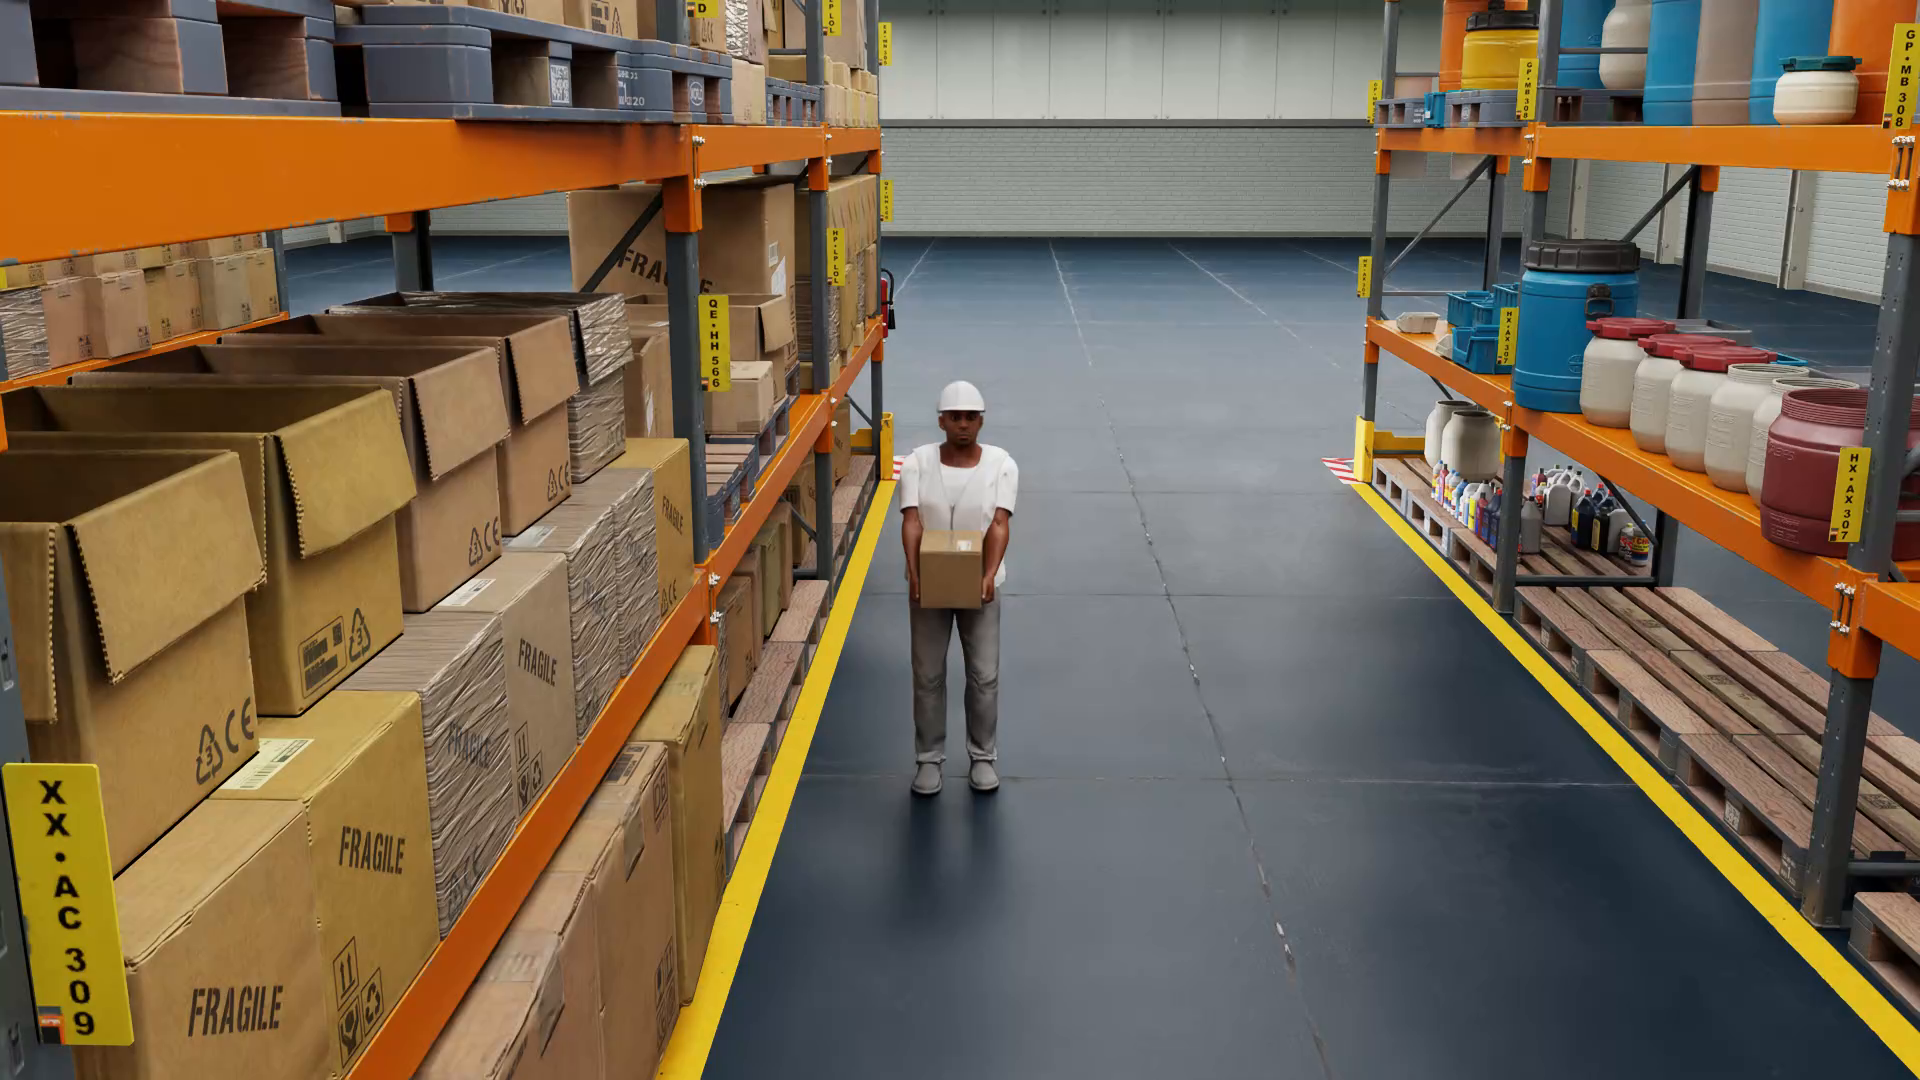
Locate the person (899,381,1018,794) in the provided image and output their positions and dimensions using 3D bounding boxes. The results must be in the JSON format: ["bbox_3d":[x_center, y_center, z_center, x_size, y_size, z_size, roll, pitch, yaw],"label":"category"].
[{"bbox_3d":[-0.011,0.220,7.060,0.504,1.761,0.572,1,14,2],"label":"person"}]
